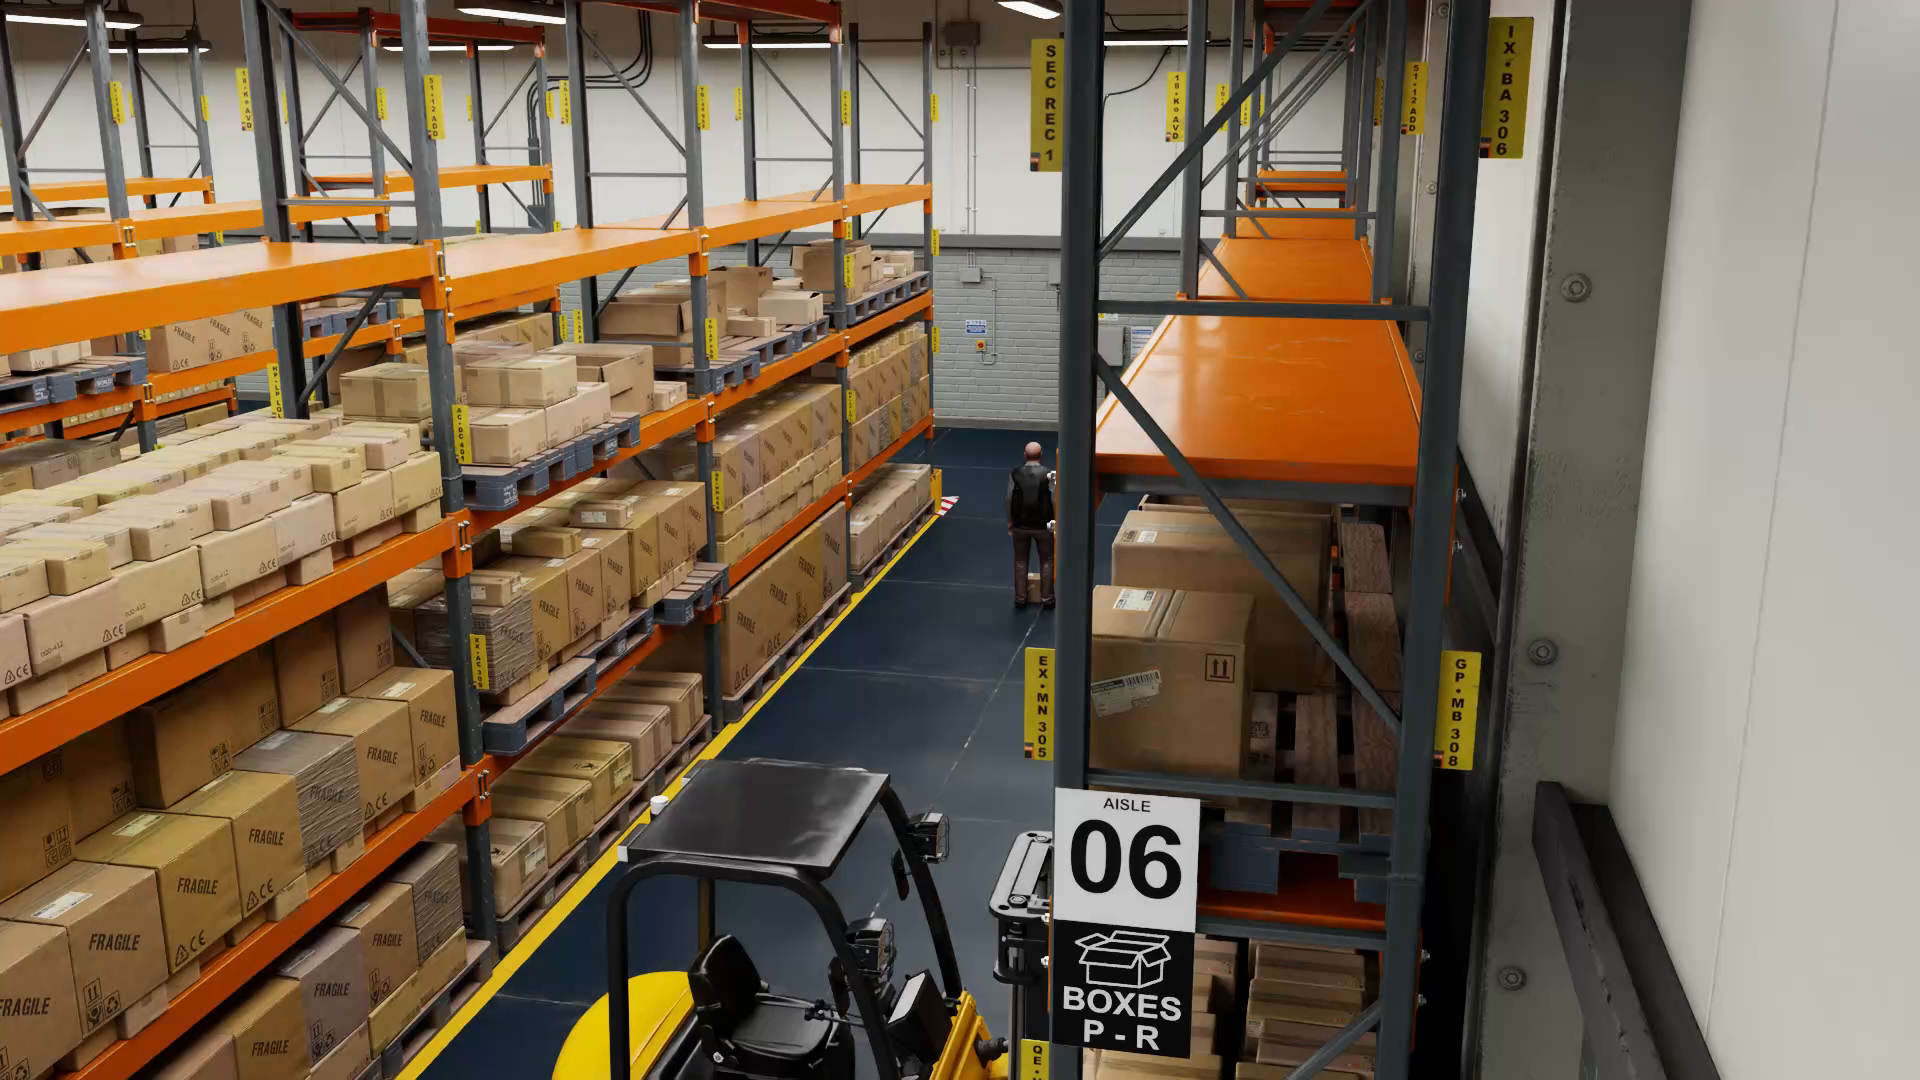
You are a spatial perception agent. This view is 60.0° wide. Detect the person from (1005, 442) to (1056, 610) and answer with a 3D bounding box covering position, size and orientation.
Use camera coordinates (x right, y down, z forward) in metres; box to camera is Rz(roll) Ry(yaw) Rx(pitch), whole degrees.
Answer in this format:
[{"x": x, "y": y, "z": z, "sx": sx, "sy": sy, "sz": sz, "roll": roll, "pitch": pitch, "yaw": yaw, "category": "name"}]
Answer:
[{"x": 0.752, "y": -0.147, "z": 17.050, "sx": 0.581, "sy": 1.721, "sz": 0.370, "roll": 3, "pitch": 15, "yaw": 12, "category": "person"}]
